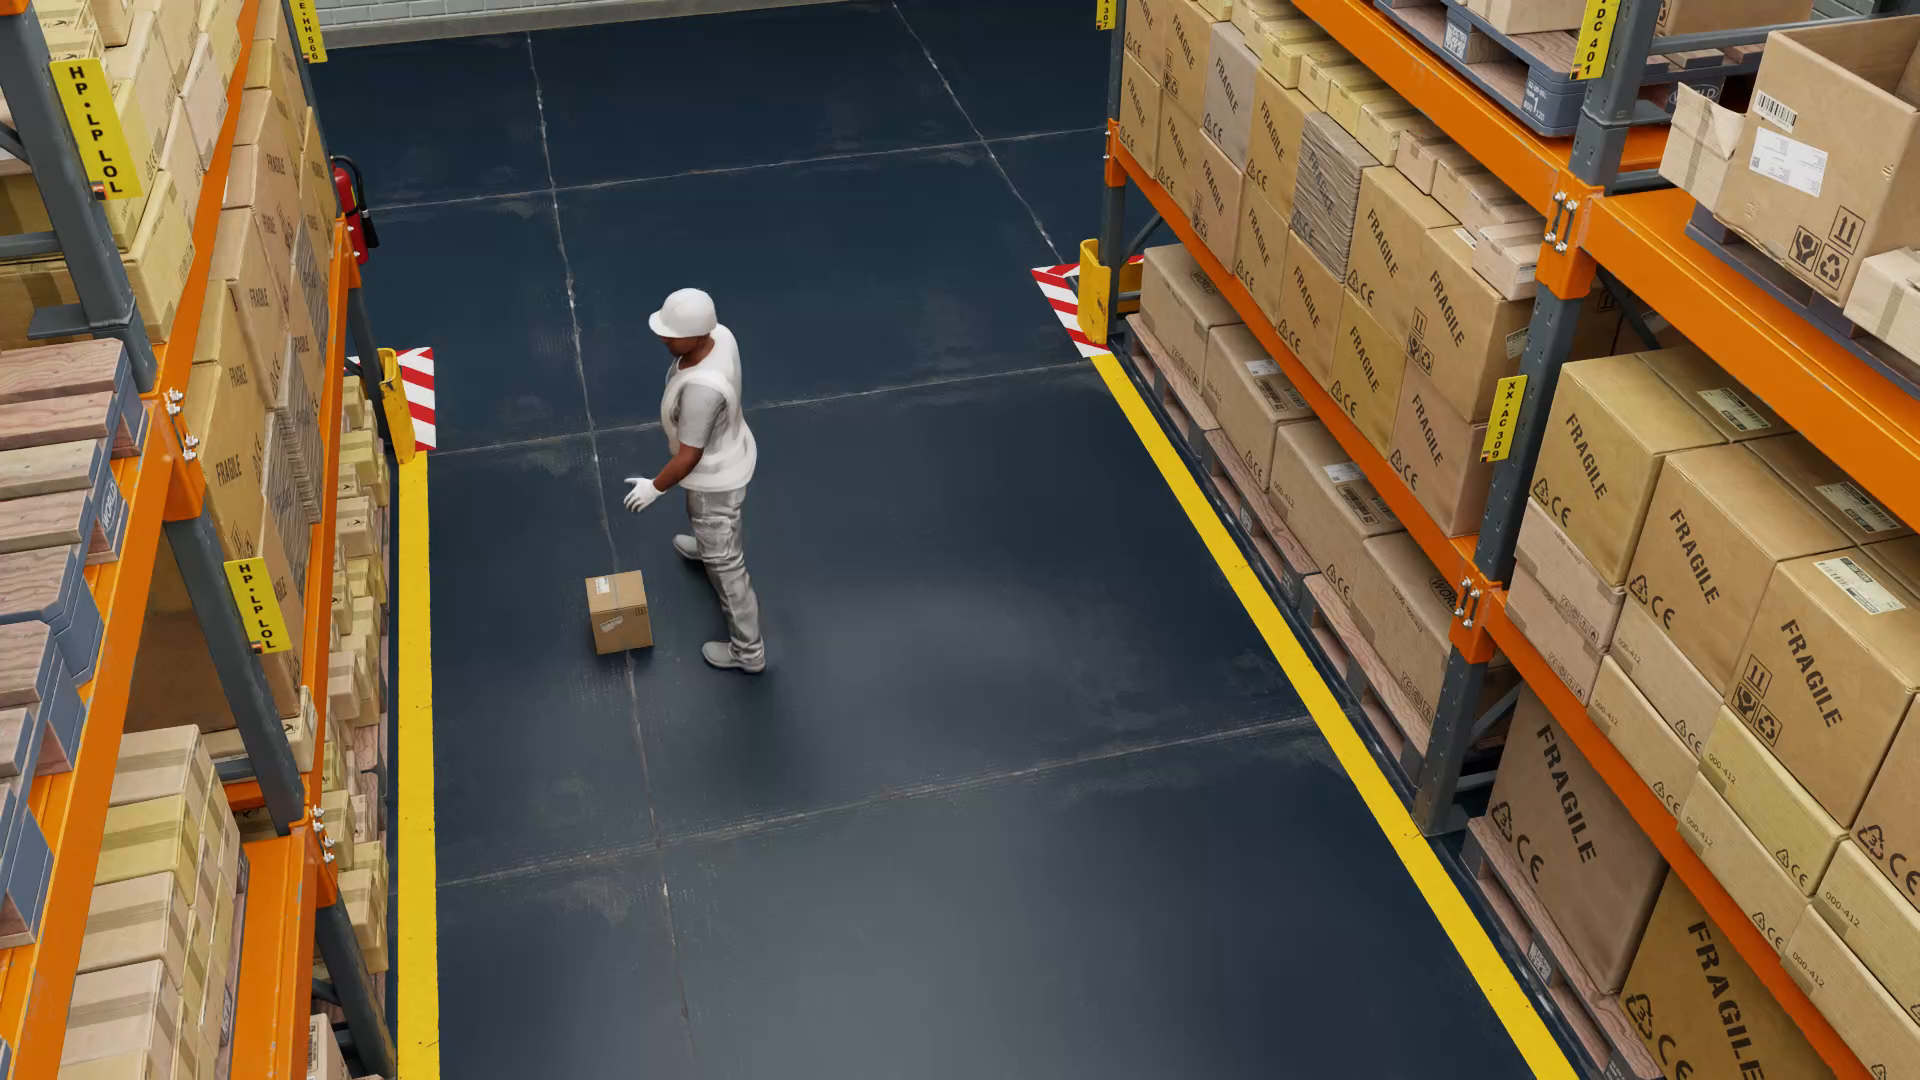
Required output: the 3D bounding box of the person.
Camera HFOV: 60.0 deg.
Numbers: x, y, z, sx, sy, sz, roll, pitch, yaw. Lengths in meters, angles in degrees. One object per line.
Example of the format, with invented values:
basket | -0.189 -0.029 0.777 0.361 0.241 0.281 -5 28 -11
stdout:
person | -1.123 -0.366 7.173 0.570 1.755 0.895 2 38 3
